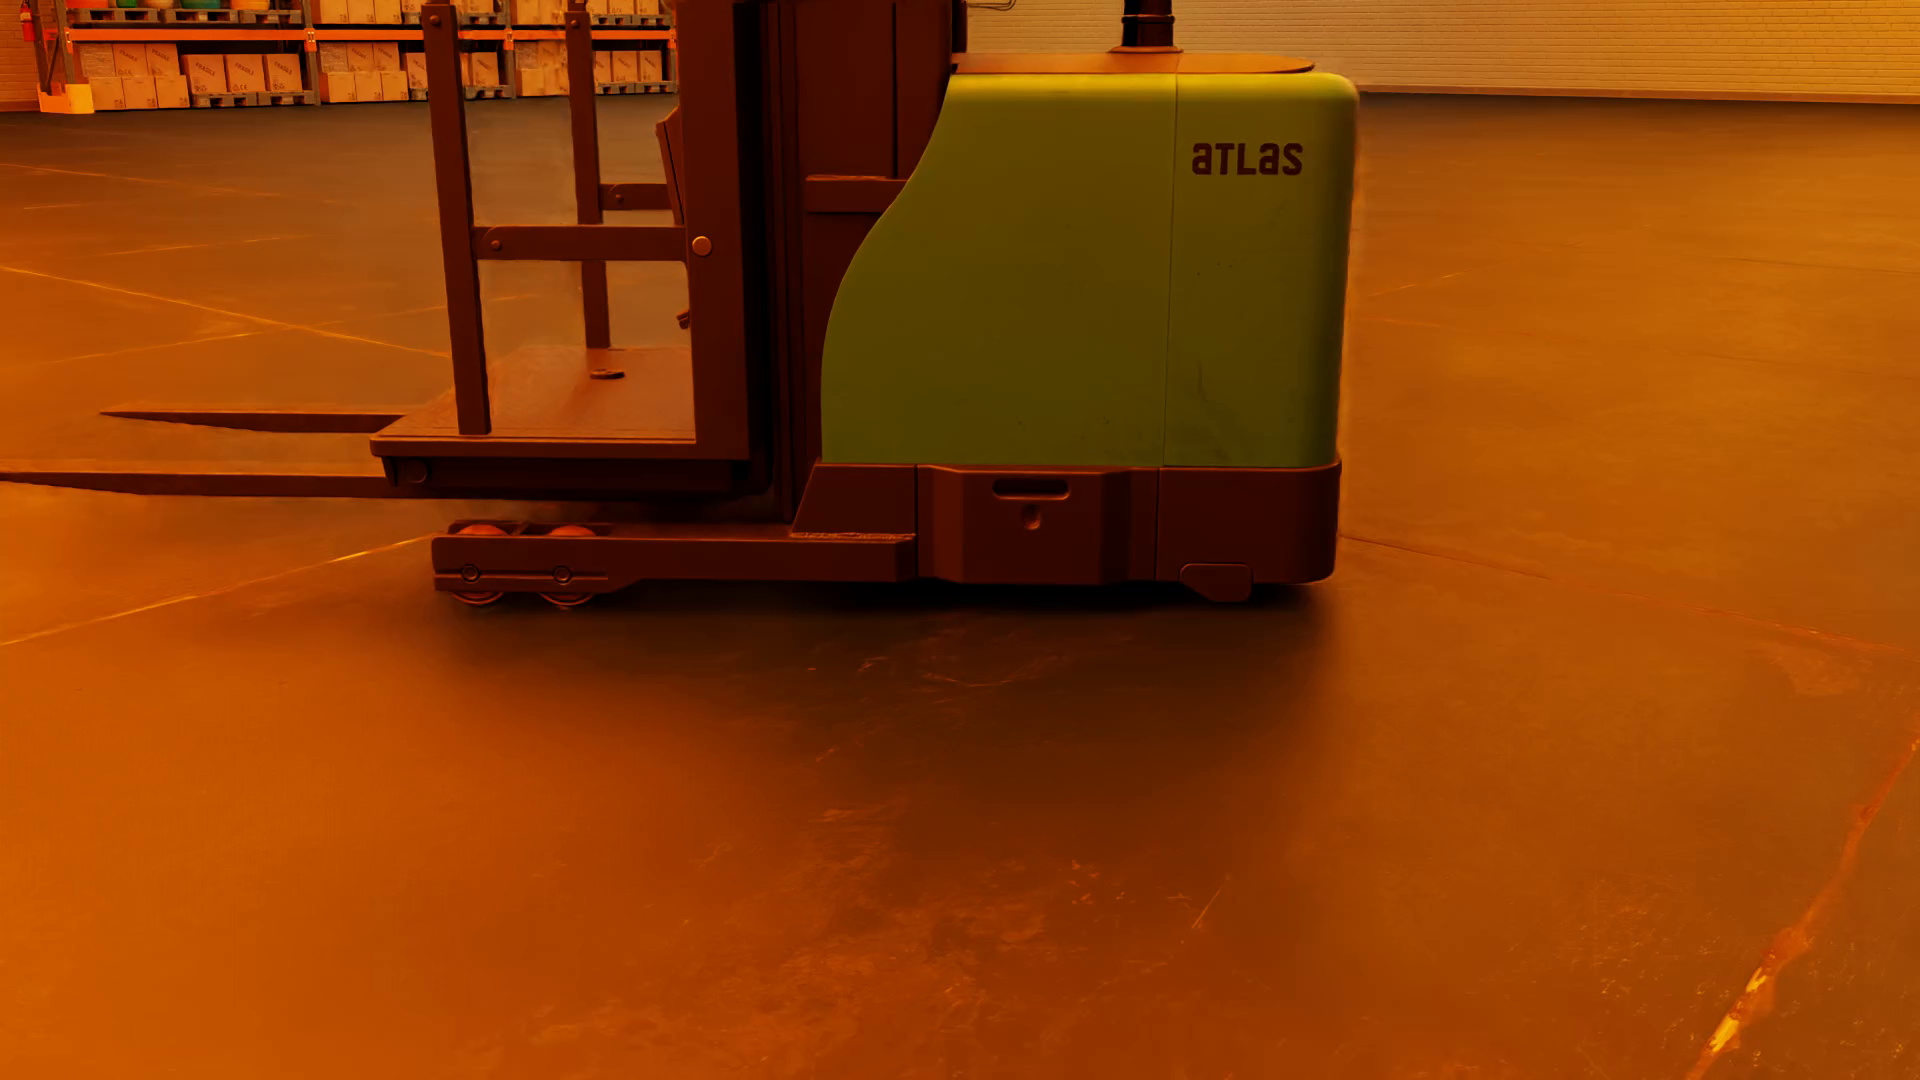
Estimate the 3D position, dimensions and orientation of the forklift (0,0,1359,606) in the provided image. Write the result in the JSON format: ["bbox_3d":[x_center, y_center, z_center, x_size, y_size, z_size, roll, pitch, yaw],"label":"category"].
[{"bbox_3d":[-0.708,-1.416,3.561,3.031,2.935,1.130,1,17,3],"label":"forklift"}]
